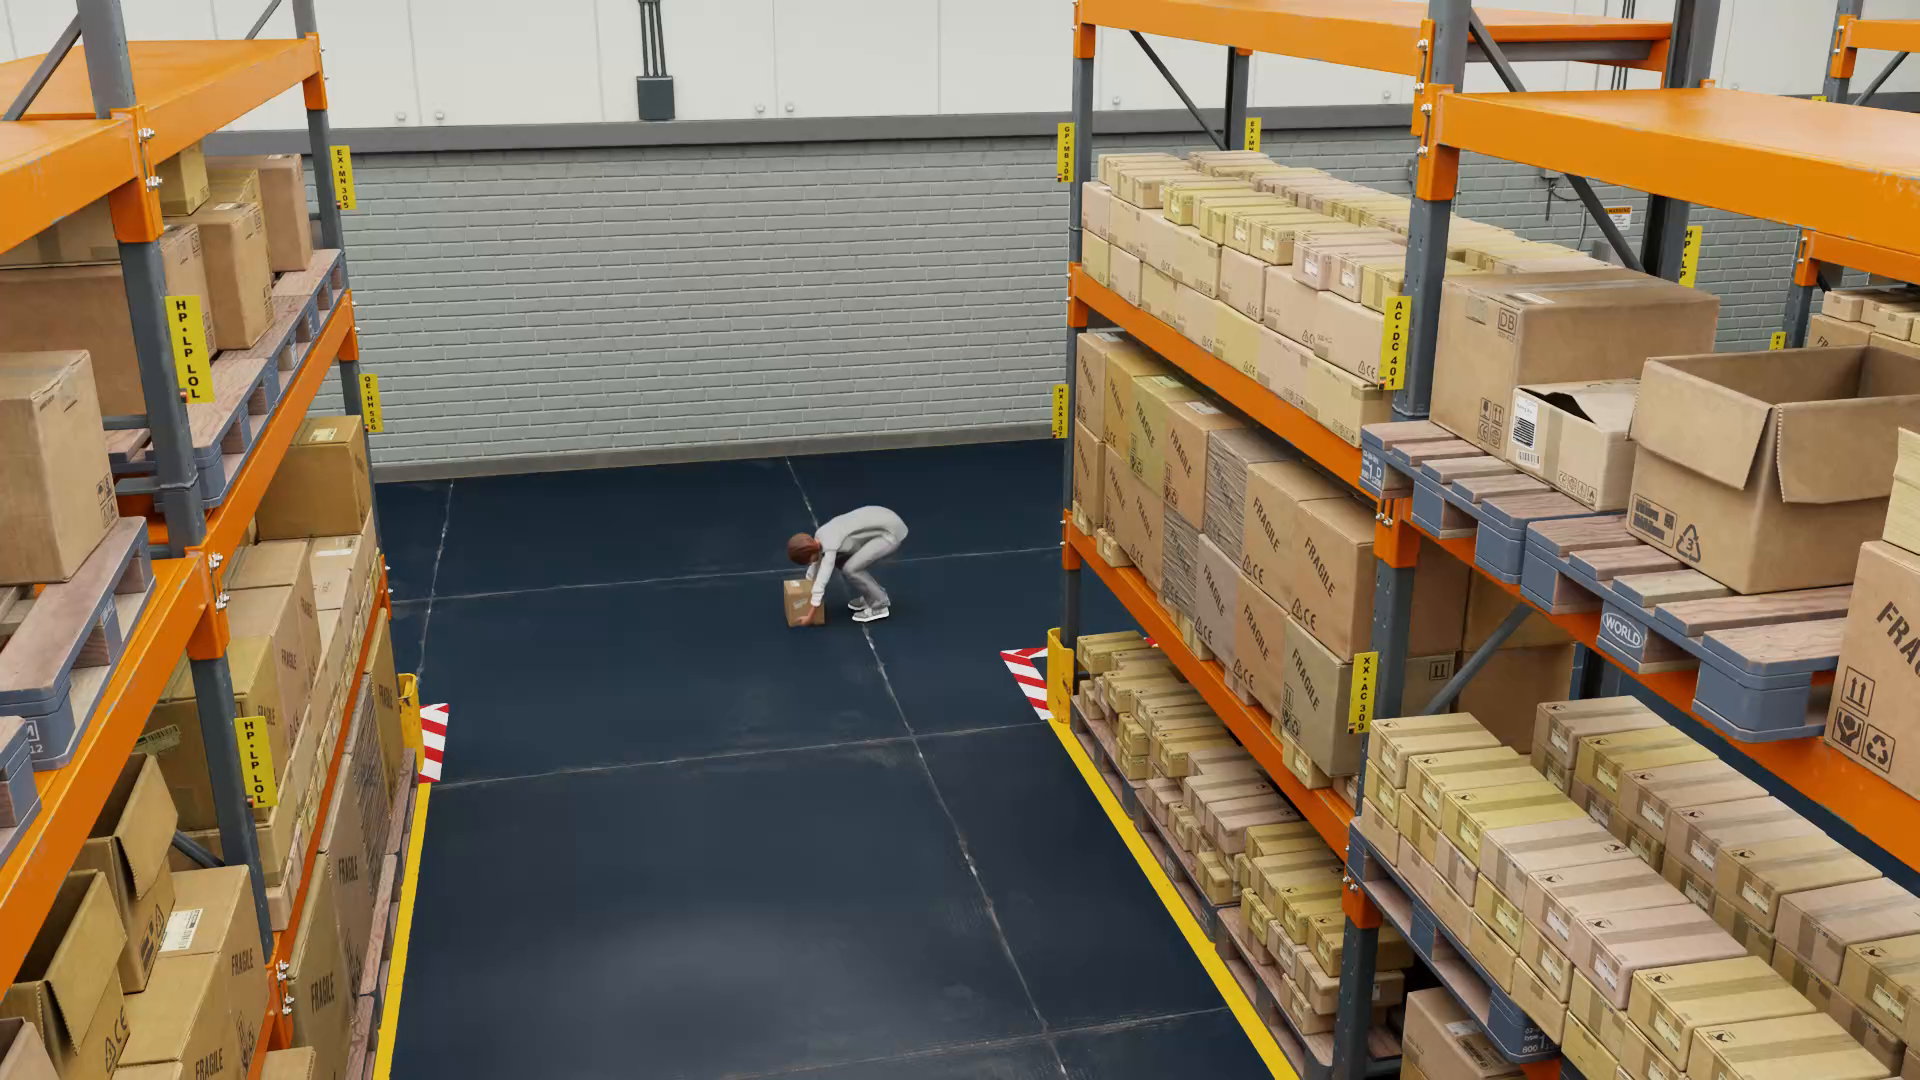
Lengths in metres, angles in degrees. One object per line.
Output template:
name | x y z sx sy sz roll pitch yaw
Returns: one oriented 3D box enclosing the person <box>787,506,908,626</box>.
person | -0.793 0.176 11.798 0.864 0.807 0.432 -5 21 -15
